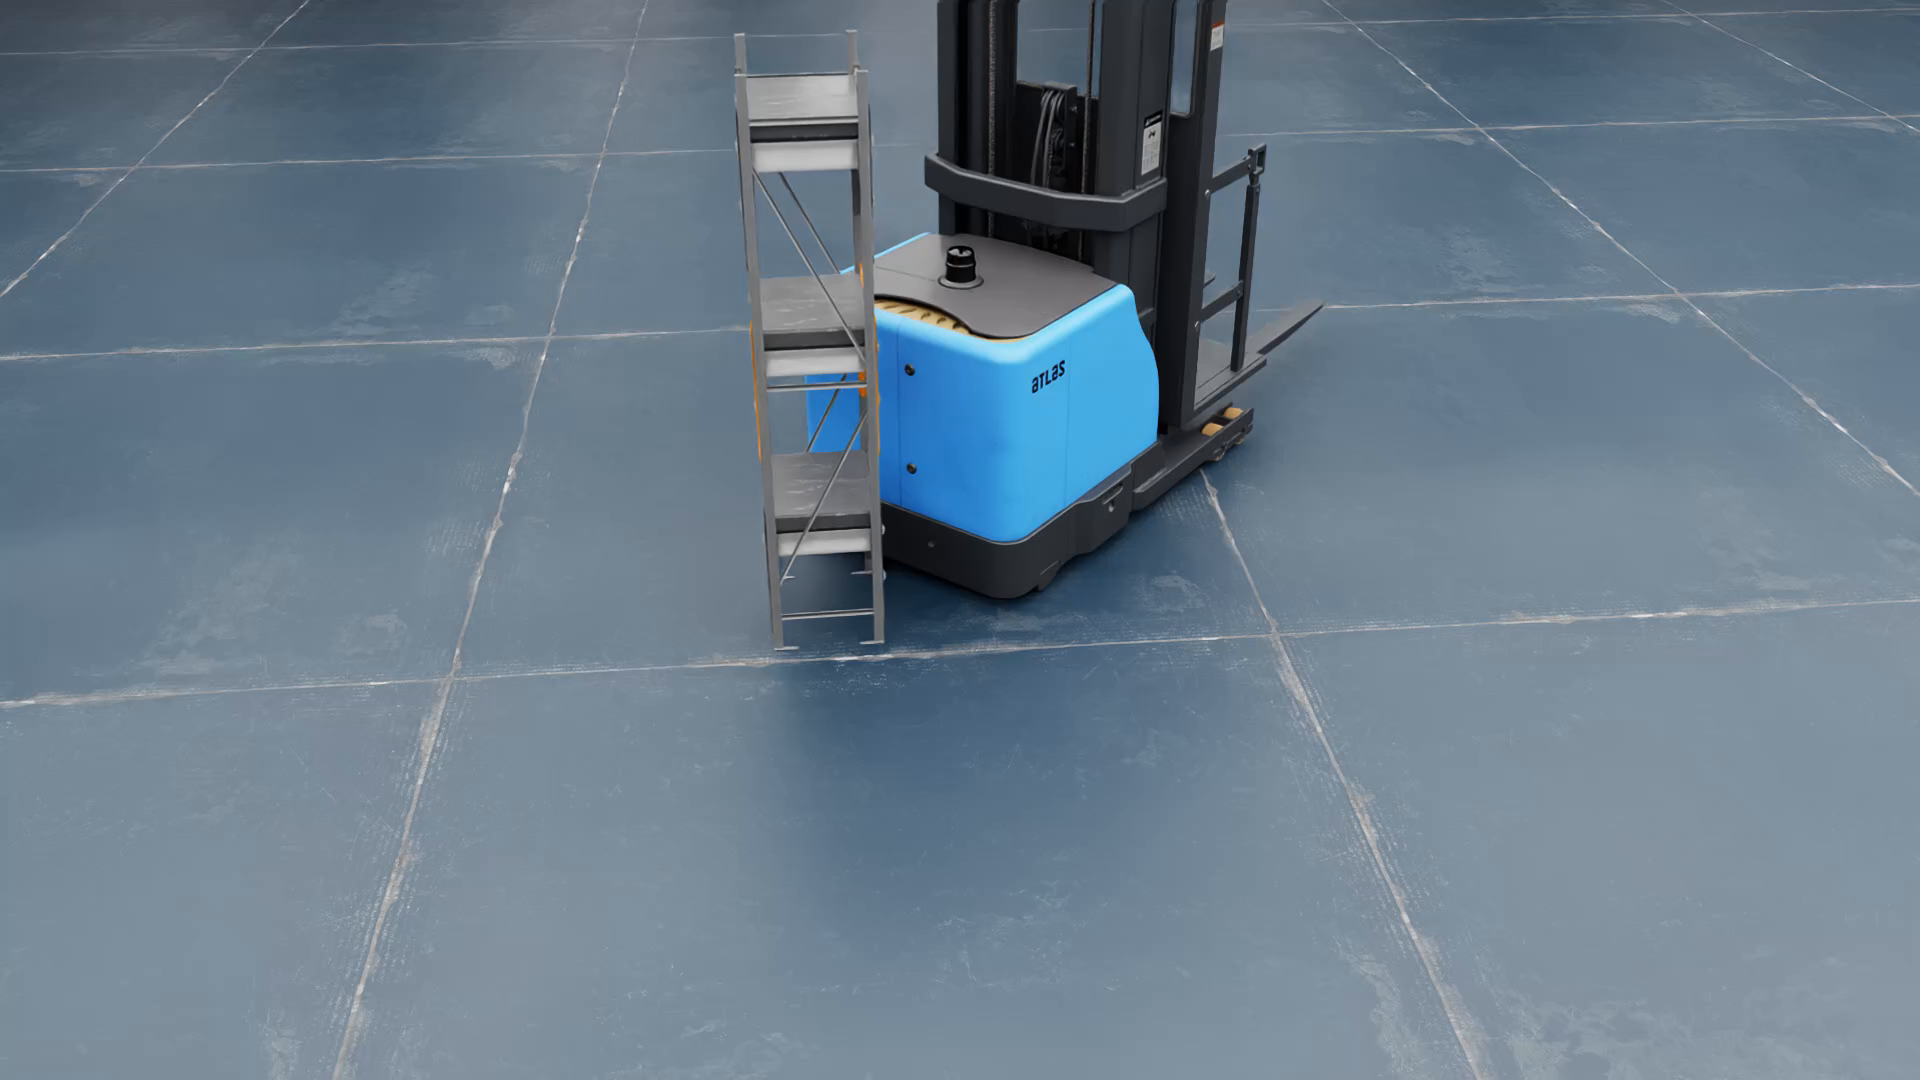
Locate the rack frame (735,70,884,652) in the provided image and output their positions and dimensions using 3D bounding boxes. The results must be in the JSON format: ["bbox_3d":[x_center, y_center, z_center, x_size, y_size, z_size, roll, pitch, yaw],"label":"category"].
[{"bbox_3d":[-0.478,-0.508,5.552,0.400,2.100,0.015,-4,31,-6],"label":"rack frame"}]

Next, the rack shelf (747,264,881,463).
[{"bbox_3d":[-0.508,-0.620,5.767,0.431,0.518,0.480,-4,31,-6],"label":"rack shelf"}]

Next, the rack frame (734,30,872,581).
[{"bbox_3d":[-0.537,-0.756,5.968,0.400,2.100,0.015,-4,31,-6],"label":"rack frame"}]

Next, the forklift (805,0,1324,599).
[{"bbox_3d":[0.661,-1.739,6.804,1.130,2.935,3.031,21,36,30],"label":"forklift"}]

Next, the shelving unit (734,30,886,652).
[{"bbox_3d":[-0.508,-0.632,5.760,0.431,2.100,0.503,-4,31,-6],"label":"shelving unit"}]

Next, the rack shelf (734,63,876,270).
[{"bbox_3d":[-0.508,-1.221,5.408,0.431,0.518,0.480,-4,31,-6],"label":"rack shelf"}]

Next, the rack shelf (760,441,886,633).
[{"bbox_3d":[-0.508,-0.019,6.126,0.431,0.518,0.480,-4,31,-6],"label":"rack shelf"}]
